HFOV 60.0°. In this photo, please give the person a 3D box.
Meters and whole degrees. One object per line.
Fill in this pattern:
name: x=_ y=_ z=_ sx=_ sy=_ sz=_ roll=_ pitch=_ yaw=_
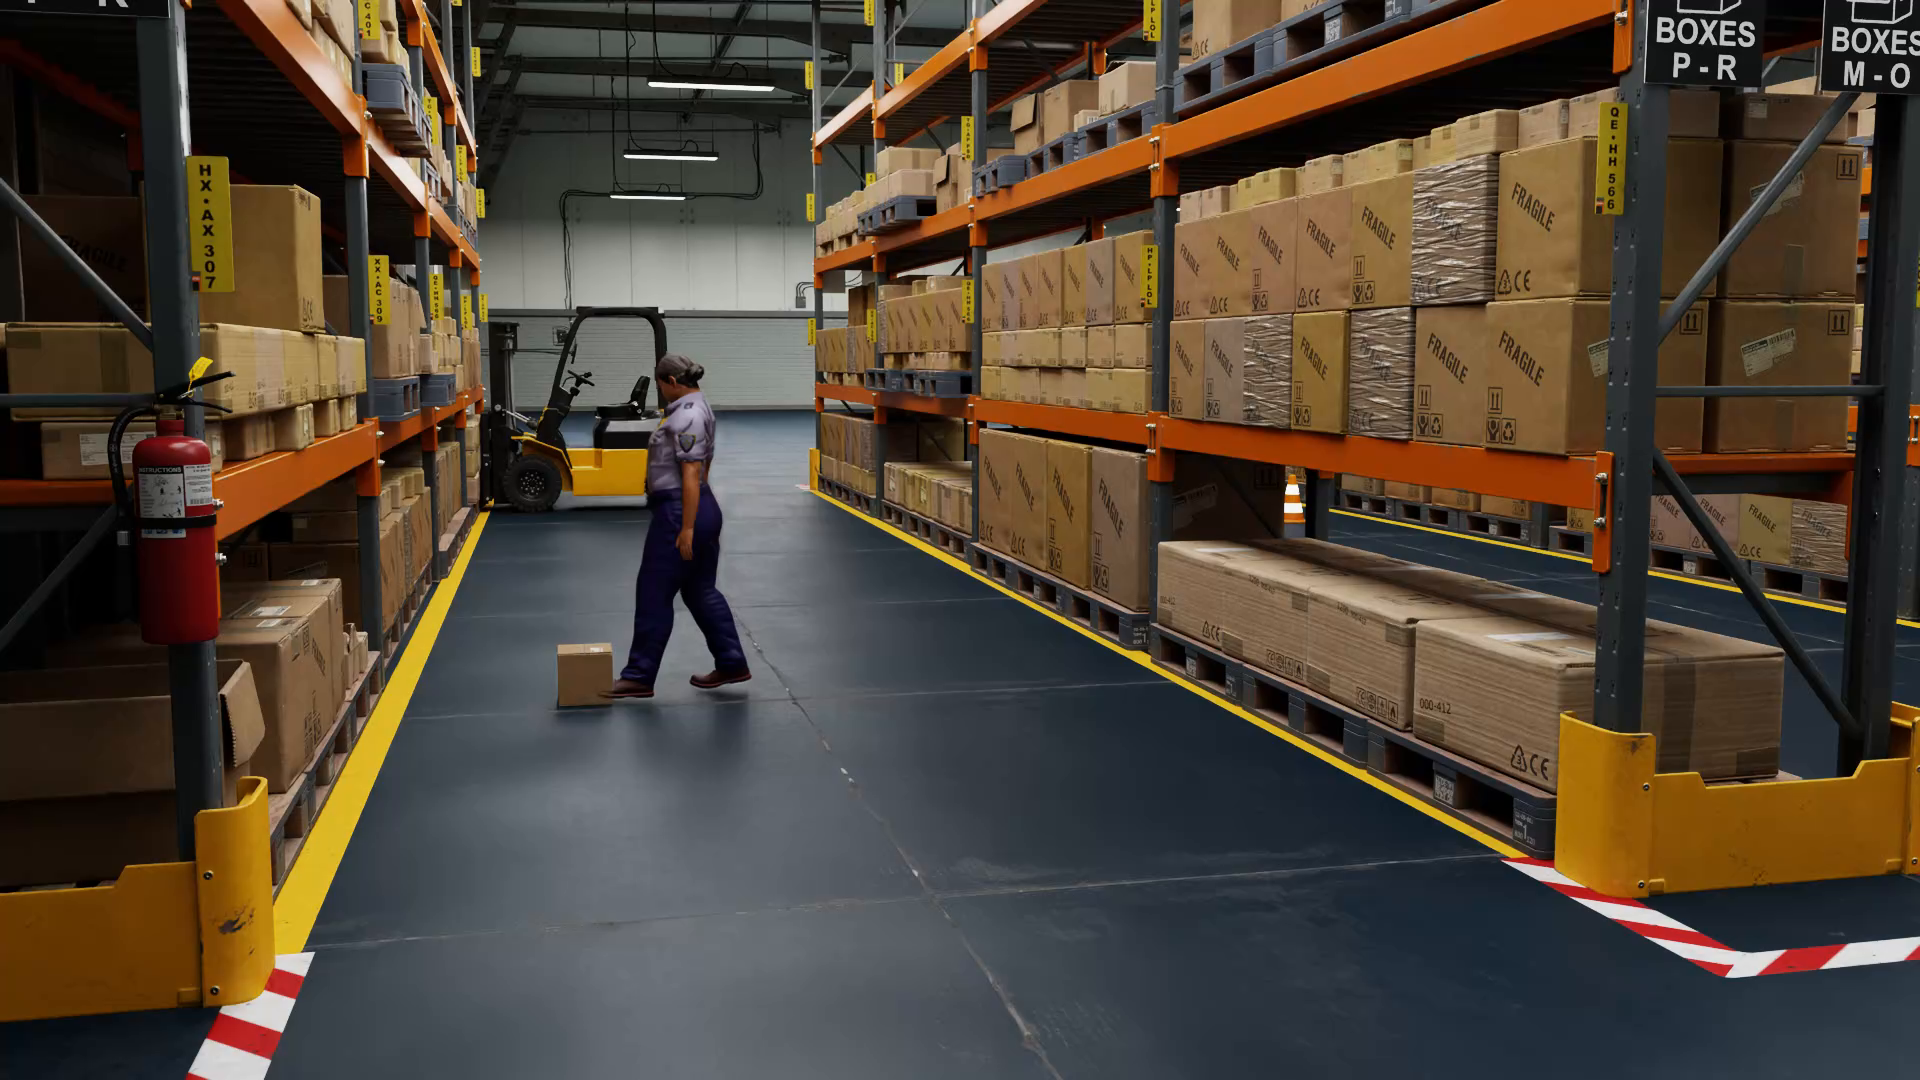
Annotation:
person: x=-1.378 y=-0.076 z=7.892 sx=0.730 sy=1.615 sz=0.518 roll=0 pitch=6 yaw=-1
